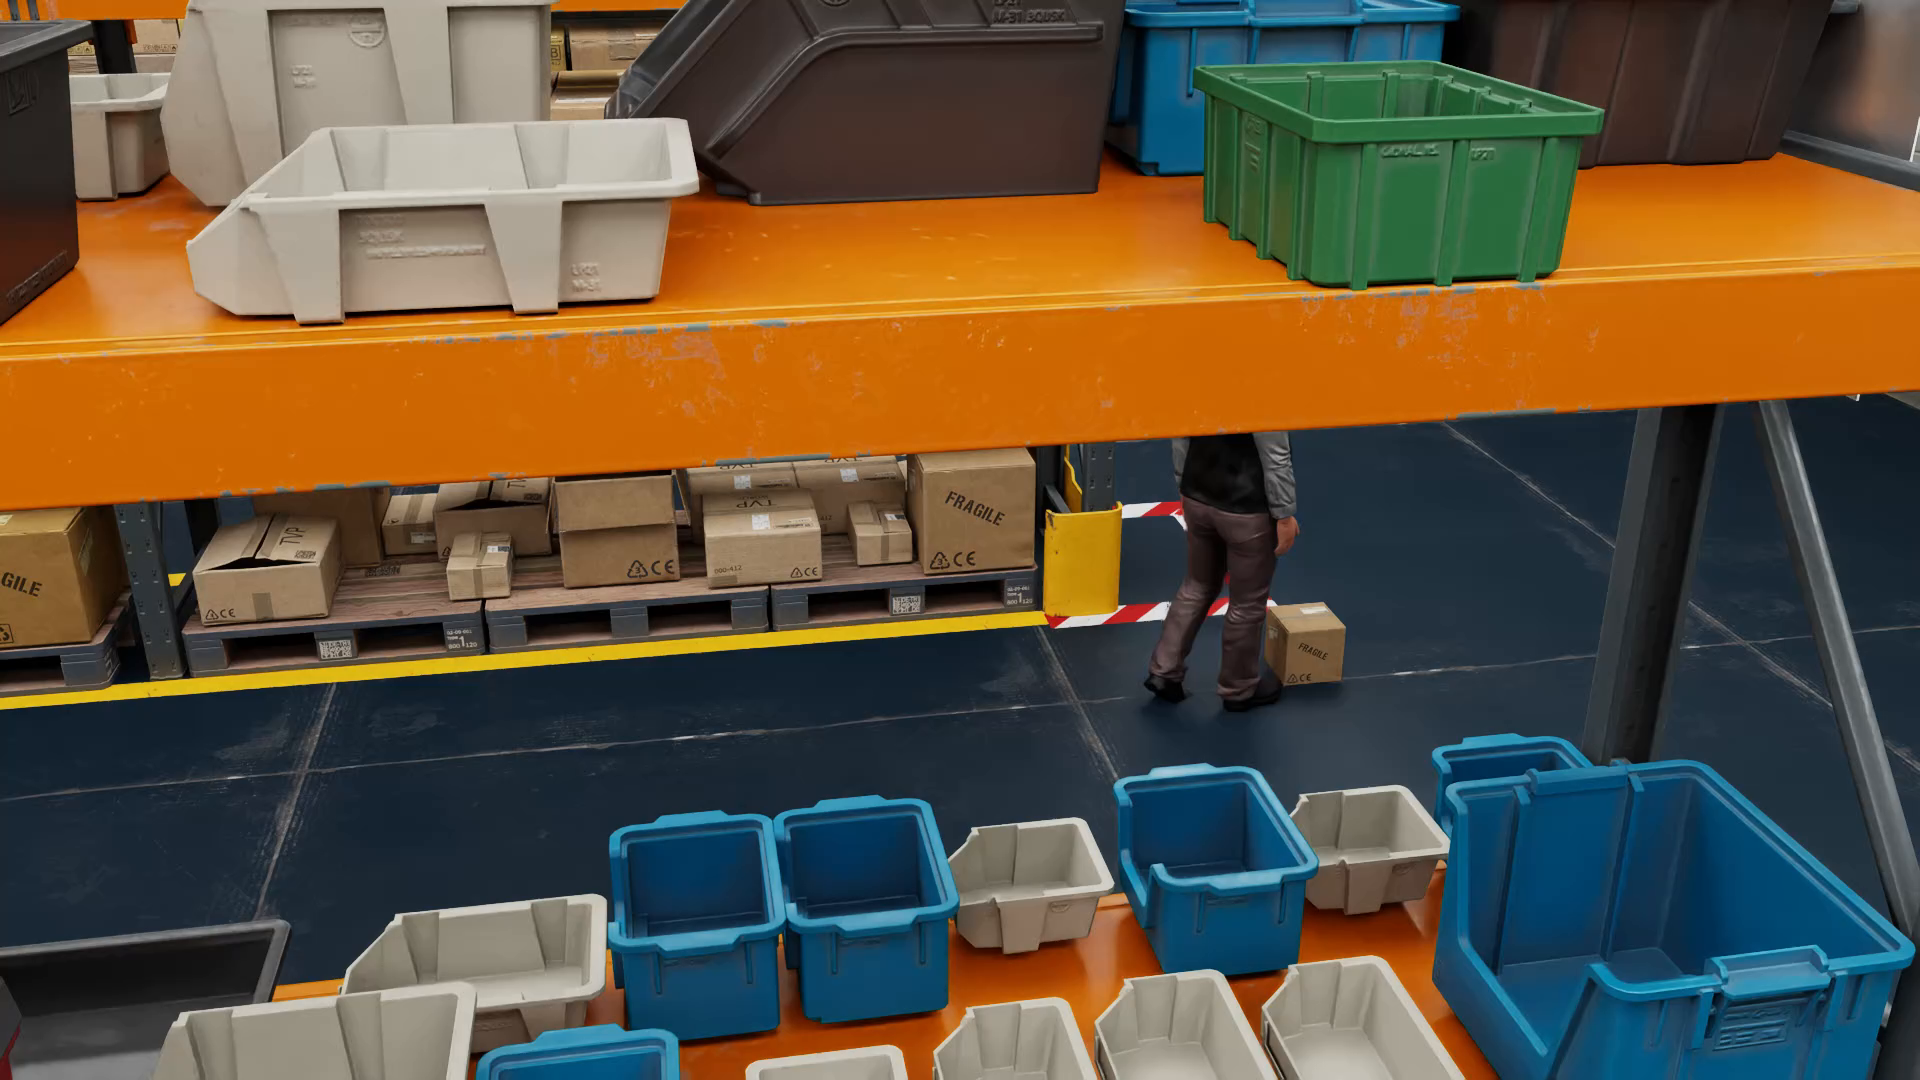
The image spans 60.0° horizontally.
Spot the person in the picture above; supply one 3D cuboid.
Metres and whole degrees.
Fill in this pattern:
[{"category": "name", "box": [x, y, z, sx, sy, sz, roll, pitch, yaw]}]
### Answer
[{"category": "person", "box": [1.068, -0.097, 6.441, 0.516, 1.792, 0.562, -17, 28, -34]}]
